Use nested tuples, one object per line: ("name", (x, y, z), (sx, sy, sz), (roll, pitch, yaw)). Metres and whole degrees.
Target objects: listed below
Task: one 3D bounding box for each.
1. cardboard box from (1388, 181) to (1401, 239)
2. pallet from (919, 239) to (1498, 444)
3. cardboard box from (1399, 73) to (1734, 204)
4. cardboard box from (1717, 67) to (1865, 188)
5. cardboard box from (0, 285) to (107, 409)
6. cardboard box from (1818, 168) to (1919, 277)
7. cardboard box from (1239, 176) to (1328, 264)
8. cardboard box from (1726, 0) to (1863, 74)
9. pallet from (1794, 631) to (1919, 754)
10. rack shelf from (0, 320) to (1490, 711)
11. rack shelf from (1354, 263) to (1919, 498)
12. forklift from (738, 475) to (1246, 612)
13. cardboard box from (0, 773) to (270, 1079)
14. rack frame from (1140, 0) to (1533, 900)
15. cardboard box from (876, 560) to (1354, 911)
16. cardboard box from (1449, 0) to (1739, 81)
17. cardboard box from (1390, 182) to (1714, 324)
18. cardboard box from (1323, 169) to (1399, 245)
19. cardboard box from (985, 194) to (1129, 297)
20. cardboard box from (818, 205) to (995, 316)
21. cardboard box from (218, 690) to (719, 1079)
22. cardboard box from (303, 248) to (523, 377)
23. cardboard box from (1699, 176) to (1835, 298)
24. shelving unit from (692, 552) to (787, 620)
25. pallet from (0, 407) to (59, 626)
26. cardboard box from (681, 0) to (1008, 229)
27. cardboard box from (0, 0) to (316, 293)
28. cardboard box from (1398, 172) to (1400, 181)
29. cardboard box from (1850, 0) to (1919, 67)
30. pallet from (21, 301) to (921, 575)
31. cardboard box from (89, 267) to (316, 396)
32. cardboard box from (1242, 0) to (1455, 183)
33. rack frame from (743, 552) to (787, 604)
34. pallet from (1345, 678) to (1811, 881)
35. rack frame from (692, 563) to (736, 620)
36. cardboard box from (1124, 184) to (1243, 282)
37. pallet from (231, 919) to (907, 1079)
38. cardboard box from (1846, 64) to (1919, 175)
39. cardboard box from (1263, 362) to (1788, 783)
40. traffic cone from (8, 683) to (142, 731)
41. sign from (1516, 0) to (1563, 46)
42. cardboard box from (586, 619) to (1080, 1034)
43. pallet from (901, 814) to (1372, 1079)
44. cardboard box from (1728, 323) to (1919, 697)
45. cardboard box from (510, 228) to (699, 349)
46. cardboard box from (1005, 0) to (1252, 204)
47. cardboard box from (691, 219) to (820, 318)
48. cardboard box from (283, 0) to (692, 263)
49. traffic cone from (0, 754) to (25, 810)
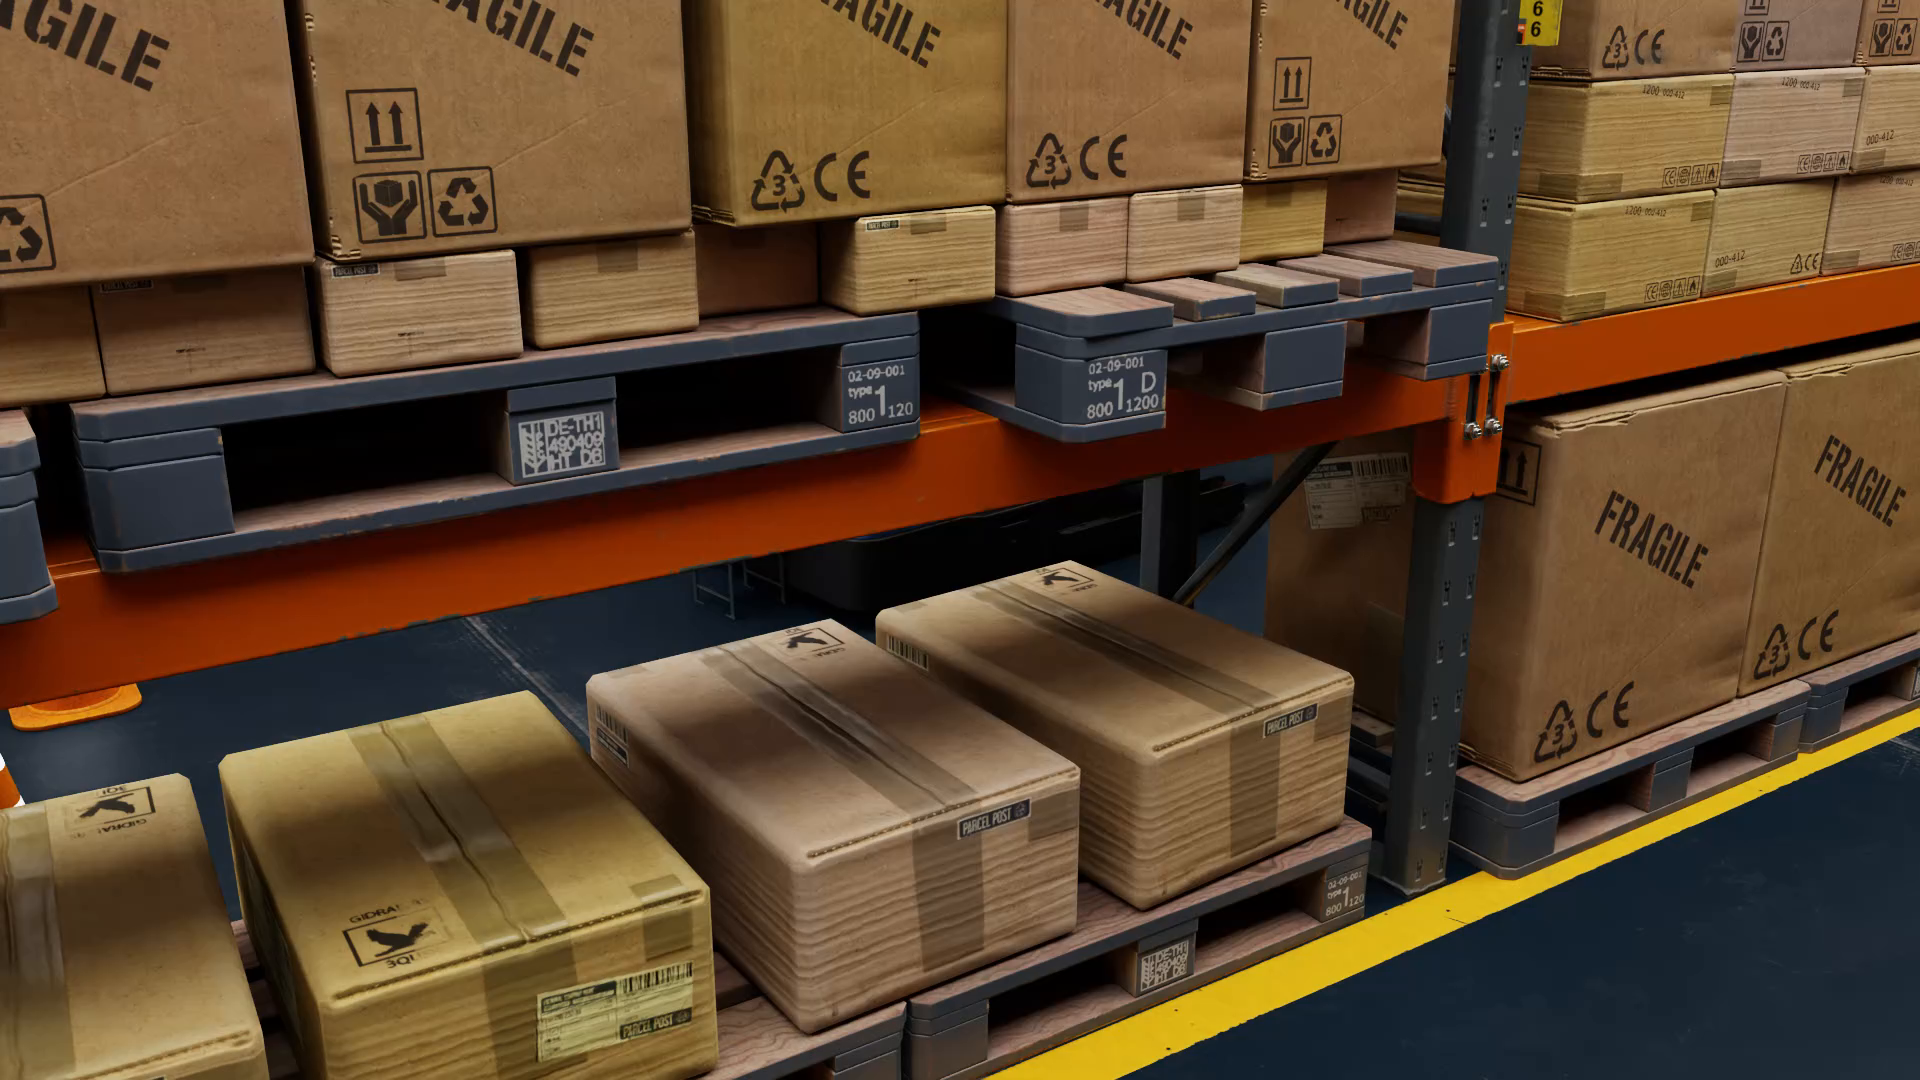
("cardboard box", (1.083, -0.829, 4.246), (0.500, 0.250, 0.500), (-13, 23, -33))
("pallet", (0.267, -0.496, 3.328), (1.003, 0.211, 1.213), (-12, 22, -31))
("cardboard box", (1.362, -0.930, 3.766), (0.500, 0.250, 0.500), (-12, 22, -32))
("cardboard box", (1.795, -1.021, 4.034), (0.500, 0.250, 0.500), (-11, 22, -30))
("cardboard box", (-1.256, -0.275, 2.112), (0.250, 0.149, 0.380), (-12, 22, -31))
("cardboard box", (2.211, -0.875, 4.383), (0.500, 0.250, 0.500), (-11, 22, -30))
("cardboard box", (0.475, -0.634, 3.172), (0.250, 0.149, 0.380), (-12, 22, -31))
("cardboard box", (1.759, -1.373, 3.907), (0.500, 0.500, 0.500), (-12, 22, -31))
("pallet", (2.521, 0.248, 5.183), (1.213, 0.211, 1.003), (-12, 22, -31))
("rack shelf", (-0.867, -0.048, 2.826), (4.000, 0.370, 1.077), (-12, 22, -31))
("rack shelf", (2.474, -0.753, 4.910), (4.000, 0.370, 1.077), (-12, 22, -31))
("forklift", (0.472, -1.522, 6.171), (3.031, 2.935, 1.130), (-16, 24, -39))
("cardboard box", (-1.502, 0.789, 2.675), (0.625, 0.372, 0.950), (-10, 21, -28))
("rack frame", (0.803, -0.741, 3.753), (0.127, 3.000, 1.000), (-12, 22, -31))
("cardboard box", (0.326, 0.402, 3.820), (0.625, 0.372, 0.950), (-14, 23, -35))
("cardboard box", (1.350, -1.284, 3.640), (0.500, 0.500, 0.500), (-13, 22, -33))
("cardboard box", (1.351, -0.689, 3.833), (0.500, 0.250, 0.500), (-12, 22, -32))
("cardboard box", (0.659, -0.700, 3.369), (0.250, 0.149, 0.380), (-11, 22, -29))
("cardboard box", (0.075, -0.535, 2.881), (0.250, 0.149, 0.380), (-13, 23, -34))
("cardboard box", (-0.148, -0.483, 2.726), (0.250, 0.149, 0.380), (-11, 22, -30))
("cardboard box", (-0.922, 0.666, 3.039), (0.625, 0.372, 0.950), (-11, 22, -30))
("cardboard box", (-0.798, -0.351, 2.337), (0.250, 0.149, 0.380), (-11, 22, -29))
("cardboard box", (1.770, -0.784, 4.115), (0.500, 0.250, 0.500), (-13, 22, -33))
("shelving unit", (-0.748, -0.213, 5.464), (0.210, 0.900, 0.258), (-17, 25, -39))
("pallet", (-1.819, -0.041, 1.983), (1.213, 0.211, 1.003), (-12, 22, -31))
("cardboard box", (-0.270, -0.791, 2.623), (0.500, 0.500, 0.500), (-14, 23, -35))
("cardboard box", (-1.150, -0.601, 2.064), (0.500, 0.500, 0.500), (-12, 22, -32))
("cardboard box", (1.068, -1.060, 4.150), (0.500, 0.250, 0.500), (-12, 22, -32))
("cardboard box", (2.199, -1.460, 4.164), (0.500, 0.500, 0.500), (-11, 22, -30))
("pallet", (-0.827, -0.291, 2.720), (1.213, 0.211, 1.003), (-12, 22, -31))
("cardboard box", (-1.049, -0.318, 2.240), (0.250, 0.149, 0.380), (-12, 22, -31))
("cardboard box", (0.577, -0.974, 3.165), (0.500, 0.500, 0.500), (-13, 22, -33))
("rack frame", (-0.672, -0.237, 5.528), (0.006, 0.900, 0.240), (-17, 25, -39))
("pallet", (1.503, 0.461, 4.551), (1.213, 0.211, 1.003), (-12, 22, -31))
("rack frame", (-0.824, -0.190, 5.401), (0.006, 0.900, 0.240), (-17, 25, -39))
("cardboard box", (0.289, -0.577, 3.006), (0.250, 0.149, 0.380), (-12, 22, -32))
("pallet", (-0.868, 0.931, 3.162), (1.213, 0.211, 1.003), (-12, 22, -31))
("cardboard box", (2.218, -1.105, 4.284), (0.500, 0.250, 0.500), (-12, 22, -32))
("cardboard box", (1.426, -0.033, 4.320), (0.875, 0.875, 0.875), (-12, 22, -32))
("traffic cone", (-2.579, 0.254, 4.771), (0.334, 0.463, 0.336), (-12, 22, -31))
("sign", (1.110, -1.109, 3.156), (0.005, 0.325, 0.100), (-12, 22, -31))
("cardboard box", (-0.286, 0.534, 3.429), (0.625, 0.372, 0.950), (-12, 22, -32))
("pallet", (0.150, 0.717, 3.794), (1.213, 0.211, 1.003), (-12, 22, -31))
("cardboard box", (2.173, -0.189, 4.782), (0.875, 0.875, 0.875), (-12, 22, -31))
("cardboard box", (-0.591, -0.406, 2.499), (0.250, 0.149, 0.380), (-13, 22, -33))
("cardboard box", (0.151, -0.880, 2.887), (0.500, 0.500, 0.500), (-12, 22, -32))
("cardboard box", (-0.427, -0.472, 2.695), (0.250, 0.149, 0.380), (-12, 22, -31))
("cardboard box", (-0.726, -0.695, 2.340), (0.500, 0.500, 0.500), (-13, 23, -34))
("traffic cone", (-2.272, 0.572, 3.829), (0.334, 0.463, 0.336), (-12, 22, -31))
